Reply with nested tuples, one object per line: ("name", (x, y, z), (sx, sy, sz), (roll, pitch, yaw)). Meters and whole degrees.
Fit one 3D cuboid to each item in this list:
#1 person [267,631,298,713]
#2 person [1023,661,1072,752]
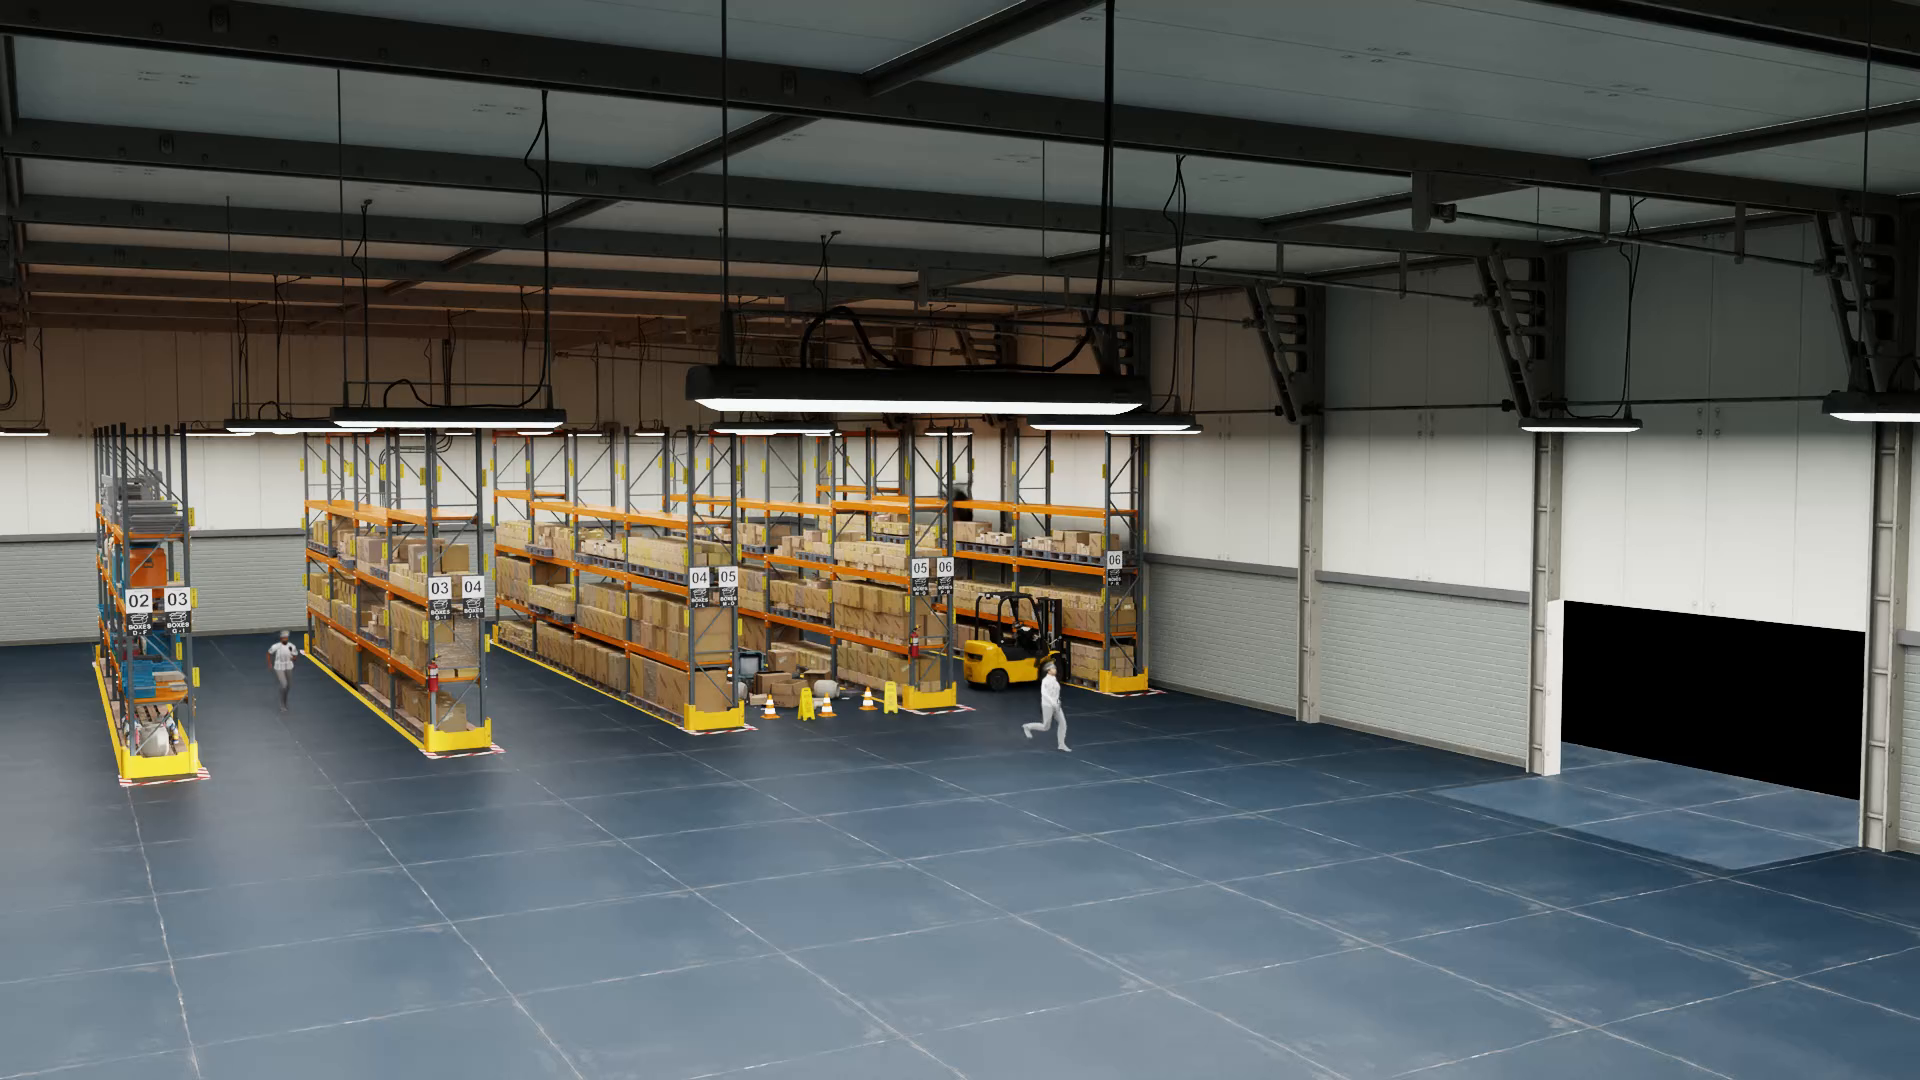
("person", (-14.225, 2.766, 34.993), (0.537, 1.746, 0.827), (-3, 5, -44))
("person", (1.627, 3.059, 30.635), (0.941, 1.685, 0.602), (2, 4, 26))
